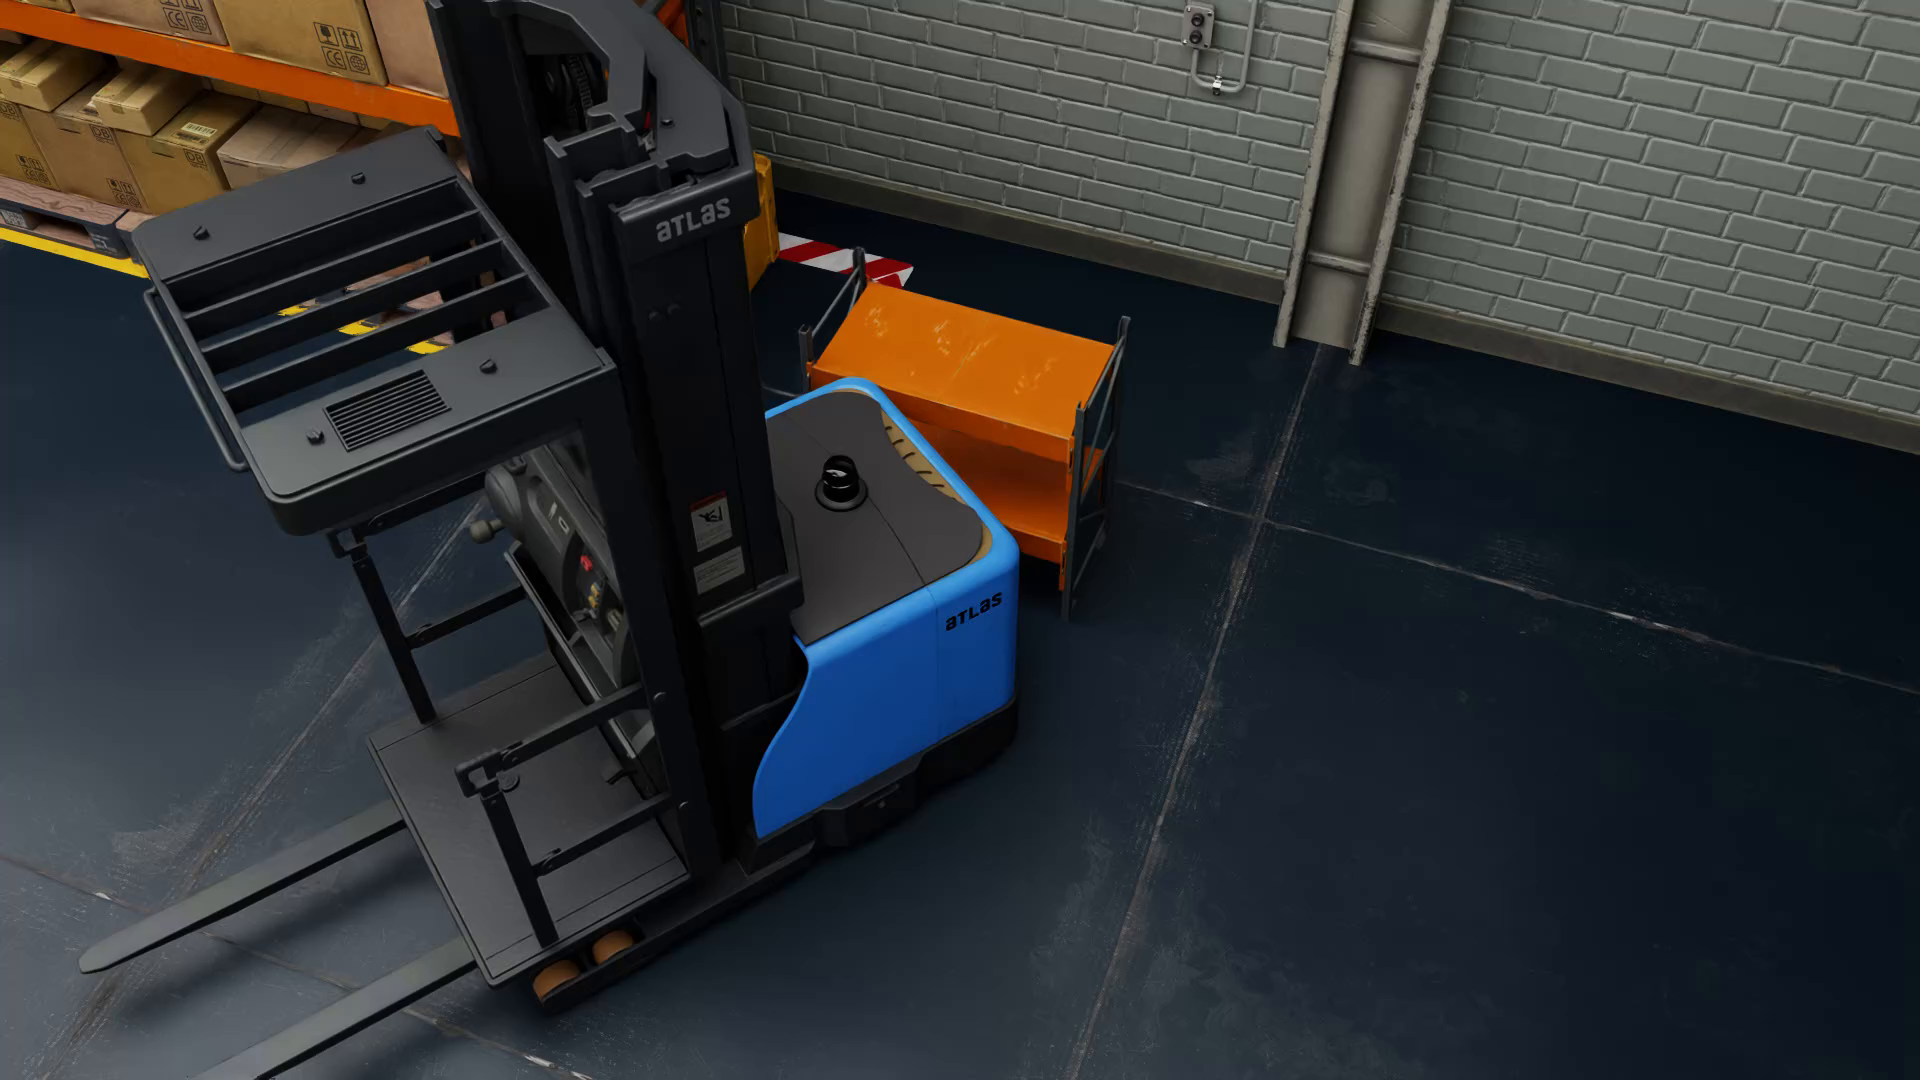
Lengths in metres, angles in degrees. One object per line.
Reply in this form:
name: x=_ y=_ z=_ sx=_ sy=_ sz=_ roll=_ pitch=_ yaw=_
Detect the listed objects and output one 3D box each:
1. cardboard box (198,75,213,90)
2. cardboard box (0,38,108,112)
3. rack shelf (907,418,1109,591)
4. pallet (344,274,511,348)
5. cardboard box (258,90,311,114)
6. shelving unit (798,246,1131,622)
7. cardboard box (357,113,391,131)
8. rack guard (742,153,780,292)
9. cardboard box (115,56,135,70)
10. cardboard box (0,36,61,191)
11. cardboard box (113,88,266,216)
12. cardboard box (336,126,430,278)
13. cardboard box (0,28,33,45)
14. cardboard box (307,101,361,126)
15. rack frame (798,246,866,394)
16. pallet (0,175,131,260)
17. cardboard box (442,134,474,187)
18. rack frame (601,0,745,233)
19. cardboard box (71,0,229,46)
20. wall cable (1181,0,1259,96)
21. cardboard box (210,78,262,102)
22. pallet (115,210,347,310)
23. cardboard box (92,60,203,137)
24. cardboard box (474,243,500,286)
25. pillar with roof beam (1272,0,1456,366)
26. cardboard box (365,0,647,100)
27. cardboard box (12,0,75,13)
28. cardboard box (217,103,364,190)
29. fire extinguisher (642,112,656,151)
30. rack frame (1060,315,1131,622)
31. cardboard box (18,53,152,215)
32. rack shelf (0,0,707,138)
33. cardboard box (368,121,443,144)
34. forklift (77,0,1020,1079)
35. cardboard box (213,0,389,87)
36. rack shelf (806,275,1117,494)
cardboard box: x=-3.384 y=-2.215 z=7.498 sx=0.250 sy=0.149 sz=0.380 roll=16 pitch=51 yaw=14
cardboard box: x=-4.038 y=-2.089 z=7.389 sx=0.250 sy=0.149 sz=0.380 roll=17 pitch=51 yaw=14
rack shelf: x=0.018 y=-0.219 z=6.386 sx=1.000 sy=0.278 sz=0.538 roll=17 pitch=51 yaw=14
pallet: x=-1.987 y=-1.238 z=7.550 sx=1.213 sy=0.211 sz=1.003 roll=16 pitch=51 yaw=13
cardboard box: x=-2.905 y=-2.081 z=7.382 sx=0.250 sy=0.149 sz=0.380 roll=16 pitch=51 yaw=13
shelving unit: x=0.018 y=-0.379 z=6.201 sx=1.048 sy=1.125 sz=0.538 roll=17 pitch=51 yaw=14
cardboard box: x=-2.425 y=-1.948 z=7.267 sx=0.250 sy=0.149 sz=0.380 roll=16 pitch=51 yaw=13
rack guard: x=-1.187 y=-1.173 z=7.302 sx=0.348 sy=0.500 sz=1.175 roll=16 pitch=51 yaw=13
cardboard box: x=-3.621 y=-2.282 z=7.556 sx=0.250 sy=0.149 sz=0.380 roll=14 pitch=51 yaw=12
cardboard box: x=-4.296 y=-2.096 z=7.824 sx=0.500 sy=0.500 sz=0.700 roll=16 pitch=51 yaw=14
cardboard box: x=-3.345 y=-1.826 z=7.590 sx=0.500 sy=0.500 sz=0.700 roll=17 pitch=51 yaw=14
cardboard box: x=-2.371 y=-1.560 z=7.360 sx=0.500 sy=0.500 sz=0.700 roll=15 pitch=51 yaw=13
cardboard box: x=-4.363 y=-2.487 z=7.734 sx=0.250 sy=0.149 sz=0.380 roll=15 pitch=51 yaw=13
cardboard box: x=-2.664 y=-2.015 z=7.325 sx=0.250 sy=0.149 sz=0.380 roll=16 pitch=51 yaw=14
rack frame: x=-0.454 y=-0.522 z=6.325 sx=0.032 sy=1.125 sz=0.500 roll=17 pitch=51 yaw=14
pallet: x=-4.276 y=-1.877 z=8.104 sx=1.213 sy=0.211 sz=1.003 roll=16 pitch=51 yaw=13
cardboard box: x=-2.085 y=-1.546 z=6.918 sx=0.250 sy=0.149 sz=0.380 roll=15 pitch=51 yaw=13
rack frame: x=-1.210 y=-1.998 z=6.363 sx=0.127 sy=3.000 sz=1.000 roll=16 pitch=51 yaw=13
cardboard box: x=-3.090 y=-2.611 z=6.696 sx=0.700 sy=0.700 sz=0.980 roll=13 pitch=50 yaw=11
wall cable: x=0.319 y=-2.666 z=6.270 sx=1.851 sy=1.984 sz=0.084 roll=16 pitch=51 yaw=13
cardboard box: x=-3.142 y=-2.148 z=7.440 sx=0.250 sy=0.149 sz=0.380 roll=15 pitch=51 yaw=12
pallet: x=-3.128 y=-1.559 z=7.828 sx=1.213 sy=0.211 sz=1.003 roll=16 pitch=51 yaw=13
cardboard box: x=-3.548 y=-1.952 z=7.271 sx=0.250 sy=0.149 sz=0.380 roll=14 pitch=51 yaw=12
cardboard box: x=-1.901 y=-1.429 z=7.246 sx=0.500 sy=0.500 sz=0.700 roll=16 pitch=51 yaw=13
pillar with roof beam: x=0.131 y=-0.817 z=1.370 sx=0.400 sy=9.000 sz=9.100 roll=16 pitch=51 yaw=13
cardboard box: x=-1.692 y=-2.222 z=6.359 sx=0.700 sy=0.700 sz=0.980 roll=18 pitch=51 yaw=15
cardboard box: x=-3.776 y=-2.795 z=6.855 sx=0.700 sy=0.700 sz=0.980 roll=14 pitch=51 yaw=12
cardboard box: x=-2.843 y=-1.691 z=7.474 sx=0.500 sy=0.500 sz=0.700 roll=14 pitch=51 yaw=12
fire extinguisher: x=-1.228 y=-1.484 z=6.215 sx=0.183 sy=0.674 sz=0.296 roll=16 pitch=51 yaw=13
rack frame: x=0.490 y=-0.237 z=6.077 sx=0.032 sy=1.125 sz=0.500 roll=17 pitch=51 yaw=14
cardboard box: x=-3.826 y=-1.962 z=7.708 sx=0.500 sy=0.500 sz=0.700 roll=15 pitch=51 yaw=13
rack shelf: x=-3.086 y=-2.286 z=7.089 sx=4.000 sy=0.370 sz=1.077 roll=16 pitch=51 yaw=13
cardboard box: x=-2.325 y=-1.612 z=6.976 sx=0.250 sy=0.149 sz=0.380 roll=17 pitch=51 yaw=14
forklift: x=-1.308 y=0.076 z=4.611 sx=3.031 sy=2.935 sz=1.130 roll=-26 pitch=54 yaw=-21
cardboard box: x=-2.378 y=-2.405 z=6.518 sx=0.700 sy=0.700 sz=0.980 roll=15 pitch=51 yaw=13
rack shelf: x=0.018 y=-0.571 z=5.980 sx=1.000 sy=0.278 sz=0.538 roll=17 pitch=51 yaw=14
